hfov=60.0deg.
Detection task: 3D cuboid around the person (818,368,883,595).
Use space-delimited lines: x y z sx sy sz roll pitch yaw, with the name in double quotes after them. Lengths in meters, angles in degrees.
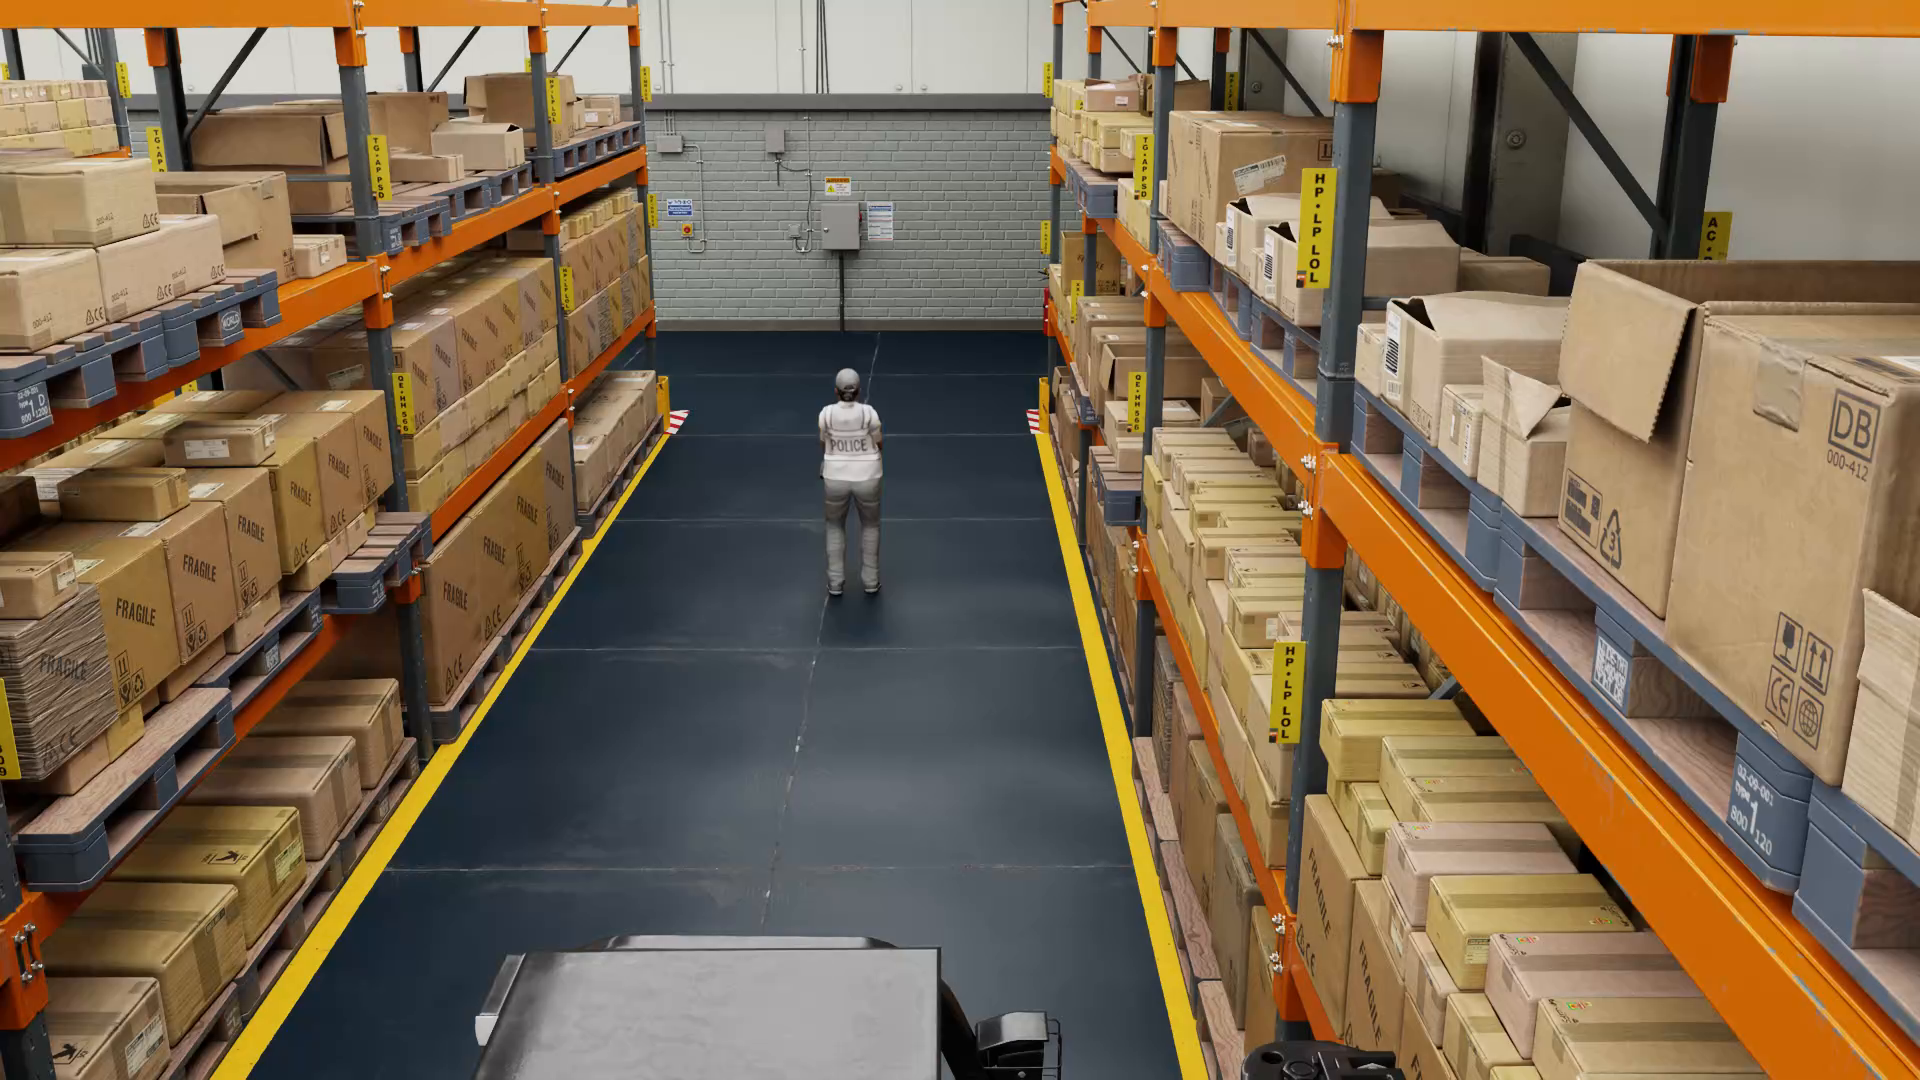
-0.776 -0.432 11.950 0.455 1.660 0.536 0 17 0 "person"
